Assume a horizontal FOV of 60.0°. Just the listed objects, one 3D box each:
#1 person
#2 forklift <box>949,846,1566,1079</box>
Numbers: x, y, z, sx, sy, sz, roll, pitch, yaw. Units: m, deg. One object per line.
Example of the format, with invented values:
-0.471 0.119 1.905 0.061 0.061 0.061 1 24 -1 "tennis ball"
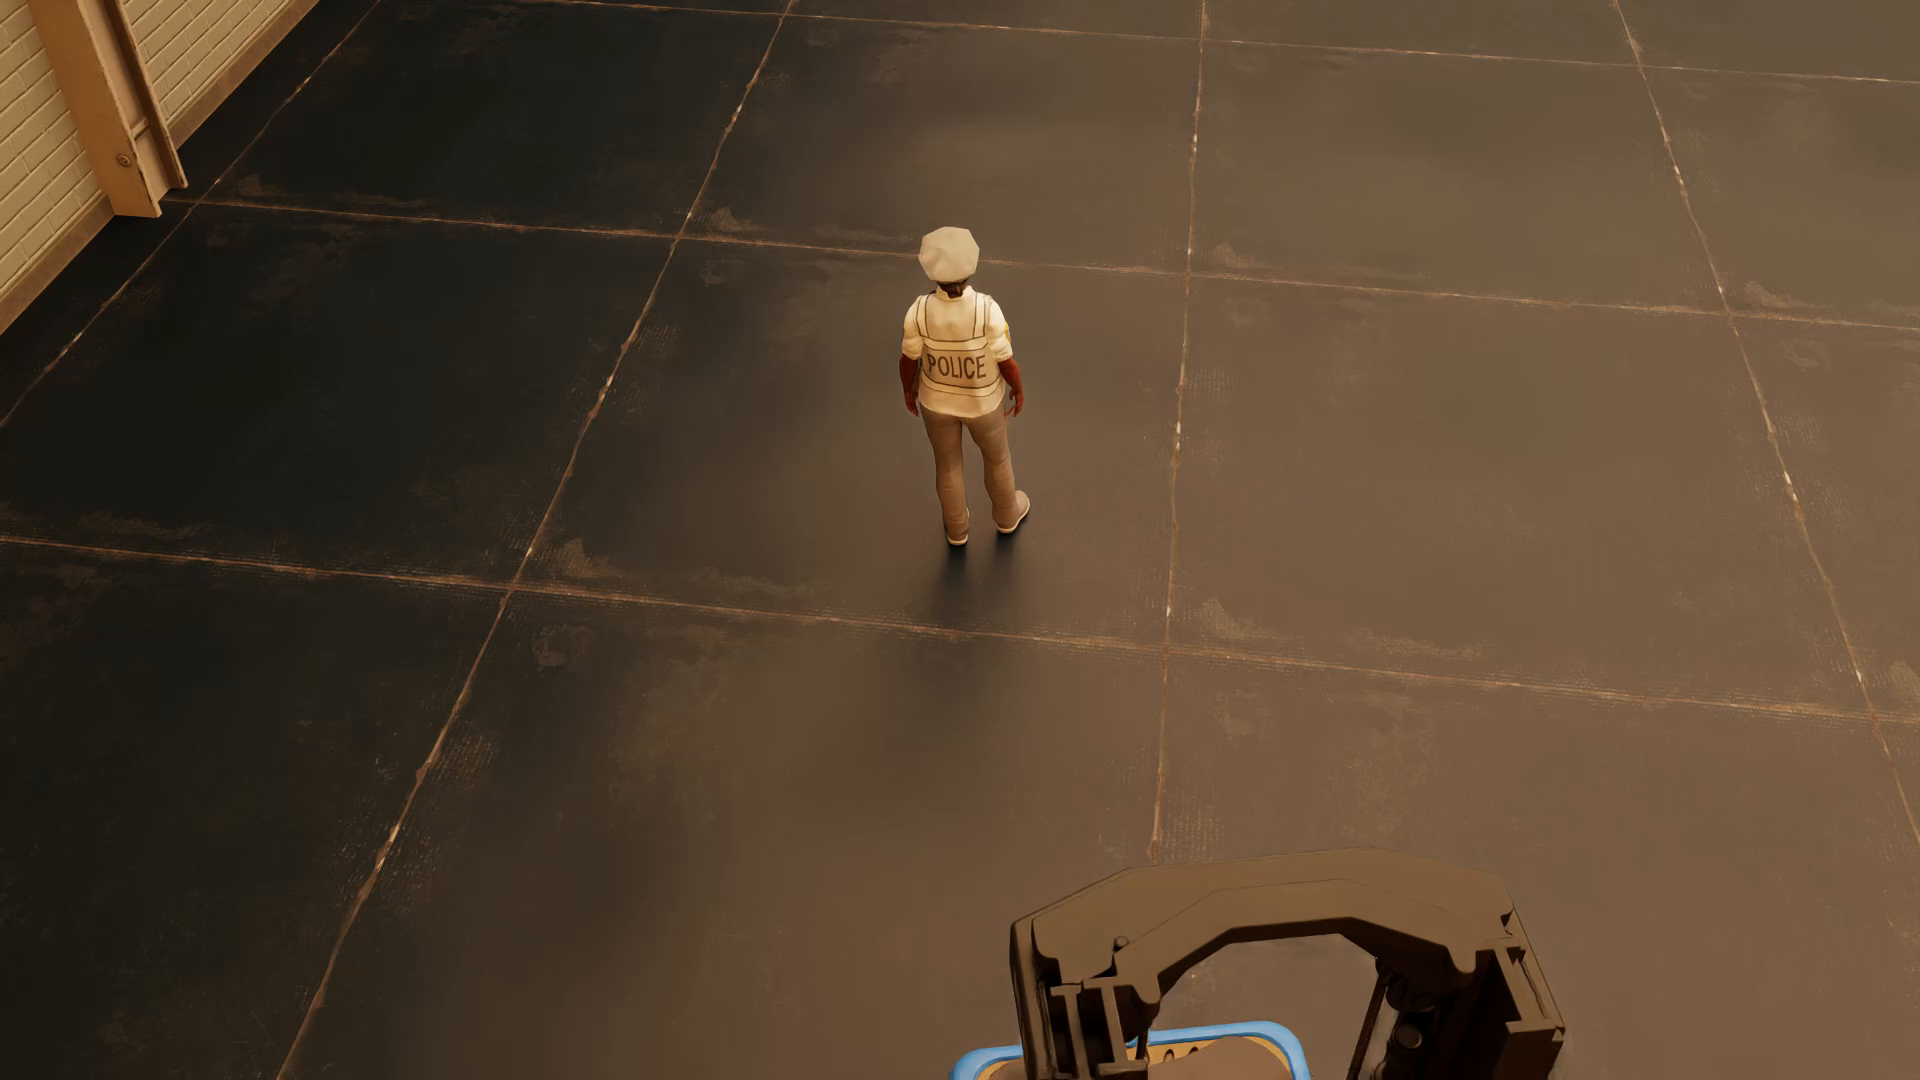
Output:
0.030 -0.677 7.365 0.569 1.694 0.530 5 43 6 "person"
0.630 2.123 3.413 1.130 2.935 3.031 -4 43 -5 "forklift"
